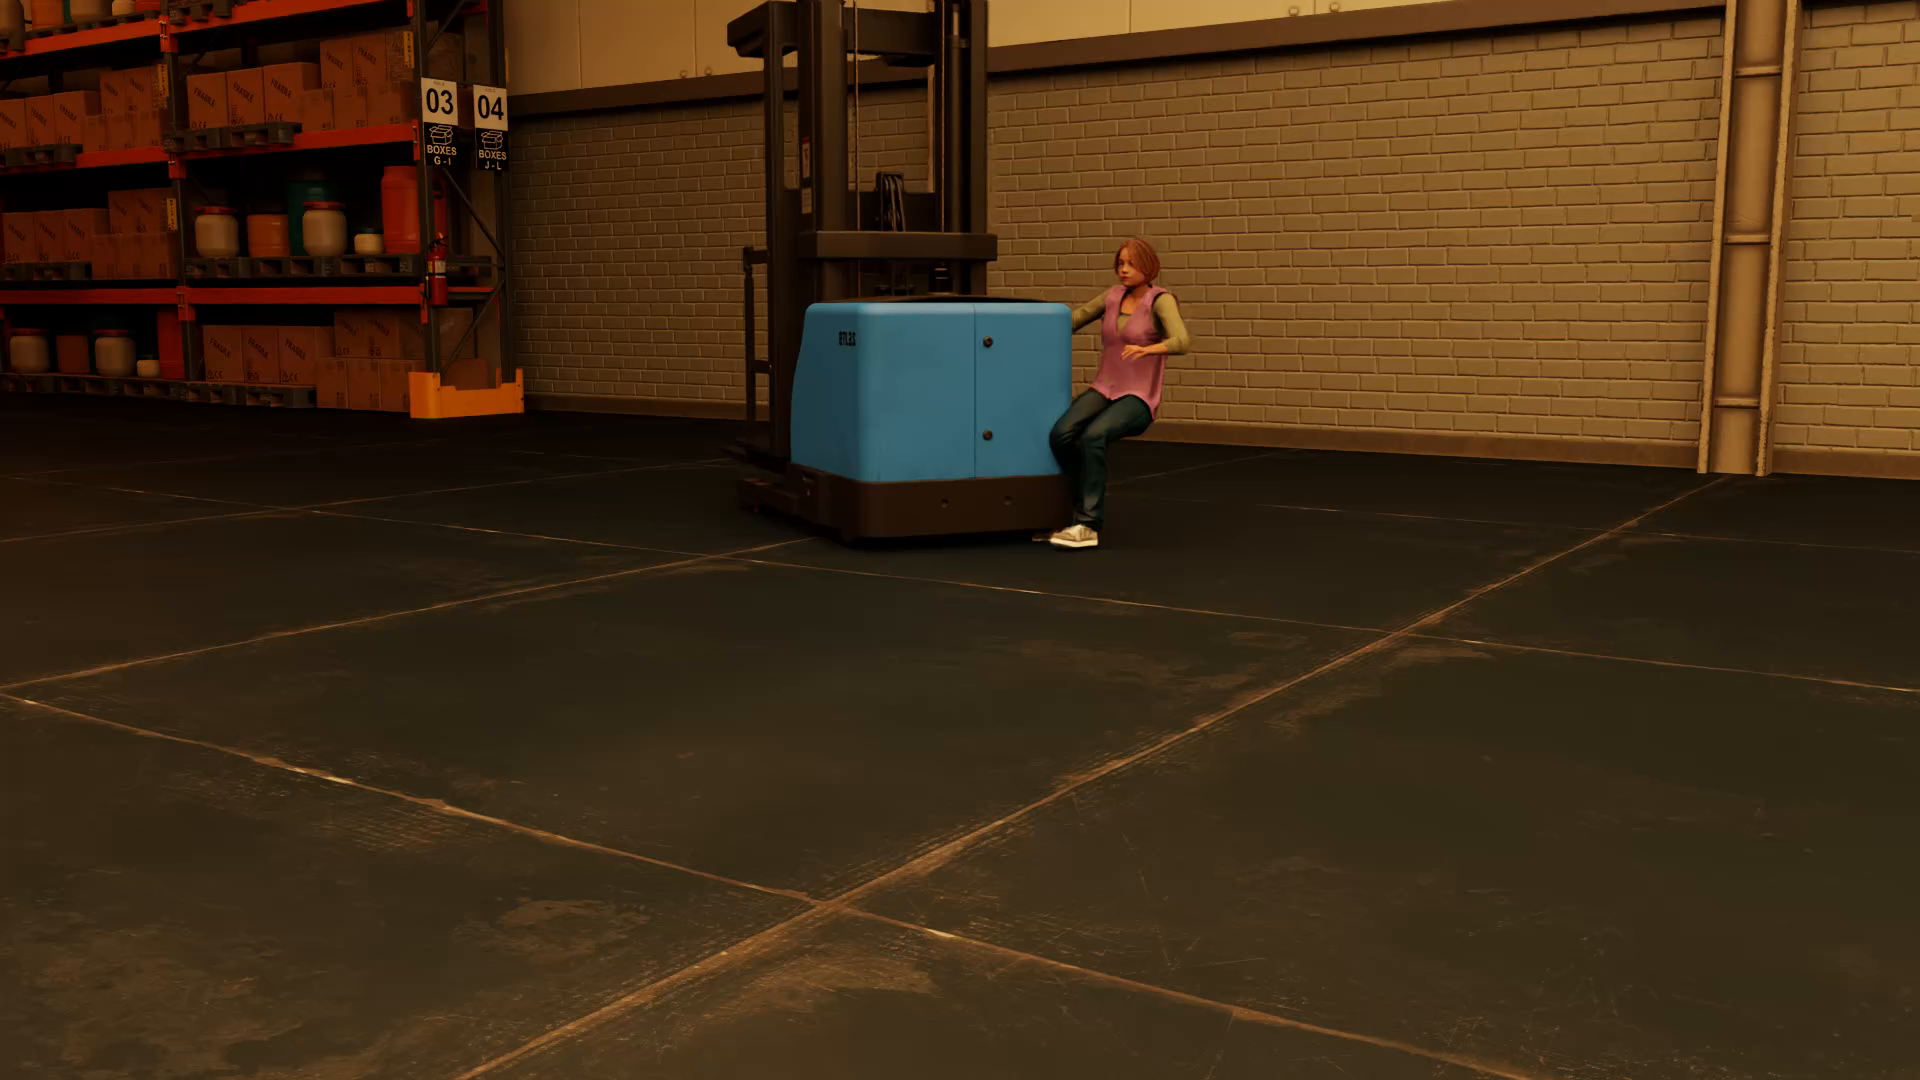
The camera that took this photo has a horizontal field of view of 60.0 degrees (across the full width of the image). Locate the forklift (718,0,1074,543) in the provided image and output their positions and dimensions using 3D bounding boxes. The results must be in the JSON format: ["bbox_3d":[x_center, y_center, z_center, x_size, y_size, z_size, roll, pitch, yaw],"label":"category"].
[{"bbox_3d":[-0.530,-1.608,8.501,1.130,2.935,3.031,-3,9,-23],"label":"forklift"}]

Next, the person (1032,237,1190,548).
[{"bbox_3d":[0.635,-0.656,7.429,0.742,1.381,0.753,5,9,31],"label":"person"}]
